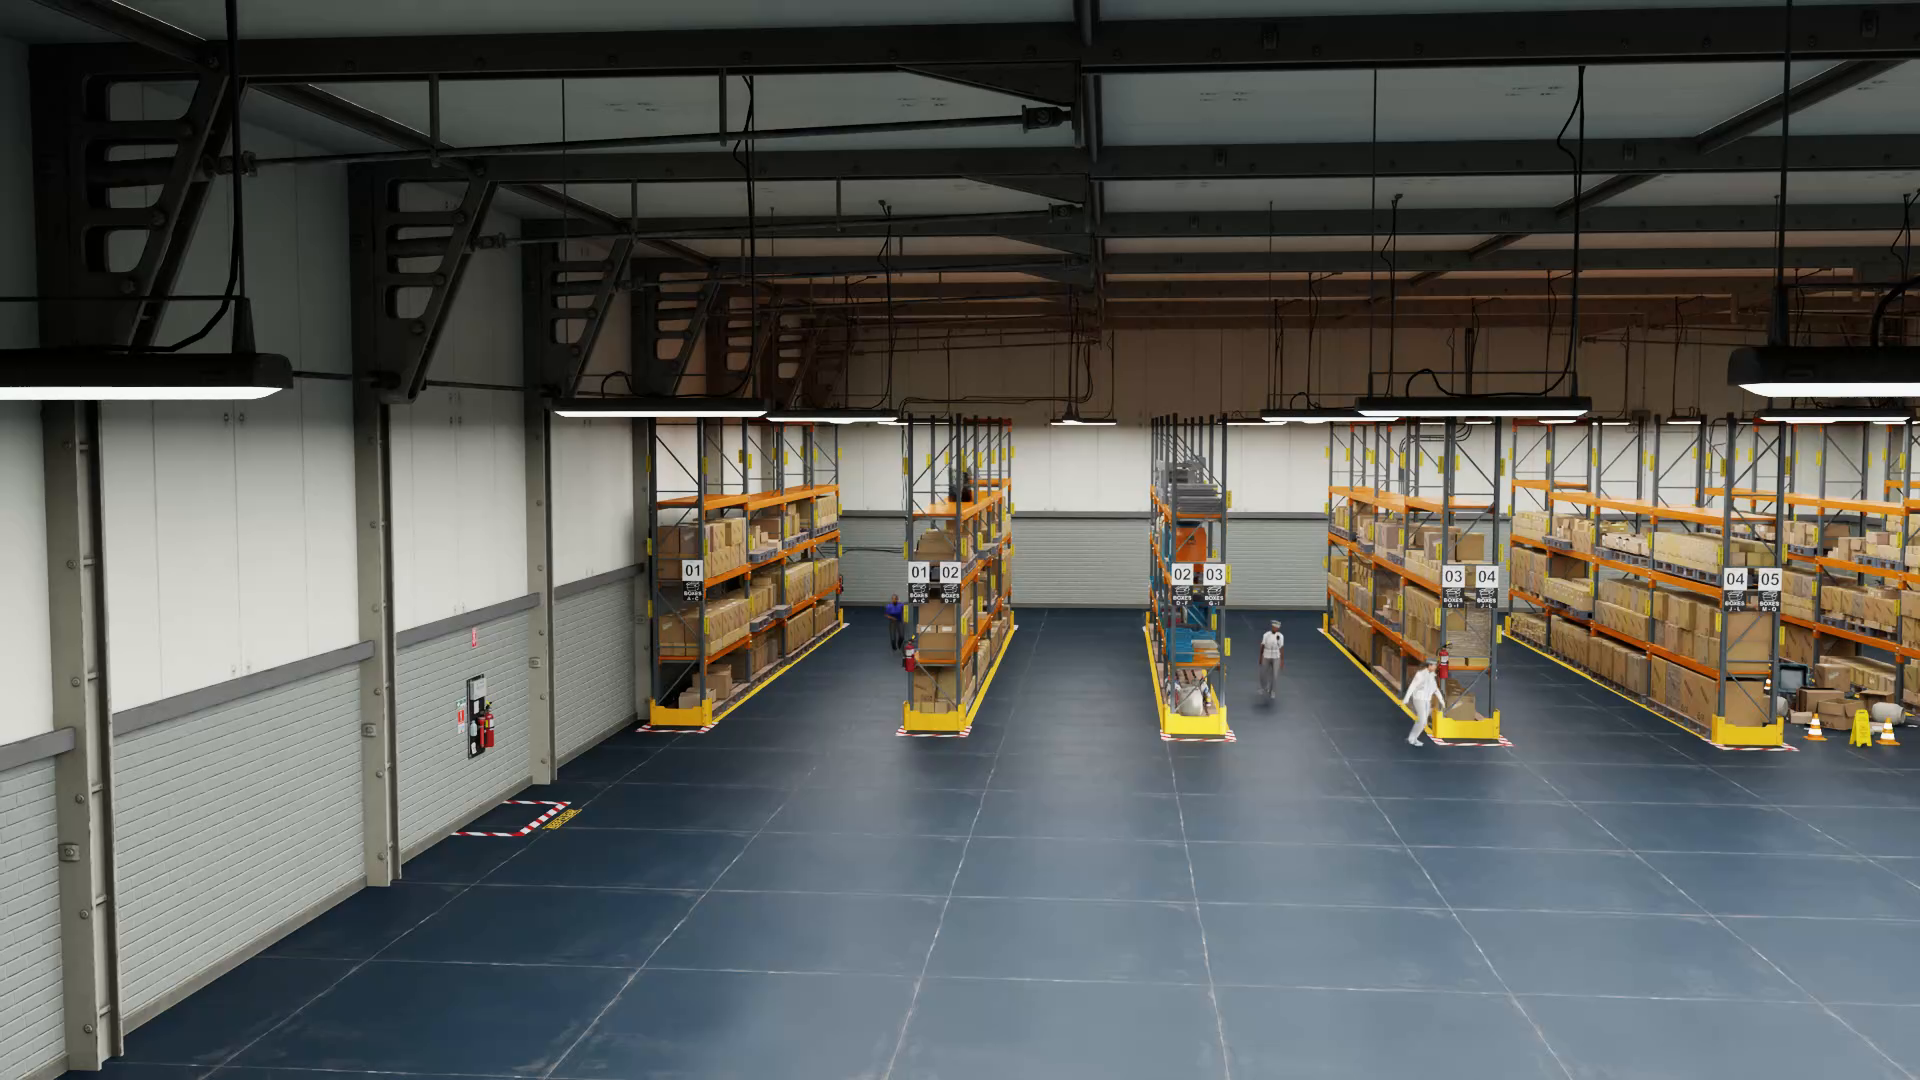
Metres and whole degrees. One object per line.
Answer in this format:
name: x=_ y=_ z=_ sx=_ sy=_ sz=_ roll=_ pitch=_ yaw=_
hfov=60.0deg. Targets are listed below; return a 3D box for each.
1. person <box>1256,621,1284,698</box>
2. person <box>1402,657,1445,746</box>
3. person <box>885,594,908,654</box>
person: x=6.591 y=2.522 z=35.335 sx=0.578 sy=1.644 sz=0.487 roll=1 pitch=4 yaw=16
person: x=8.349 y=2.905 z=29.885 sx=0.612 sy=1.628 sz=0.560 roll=-3 pitch=5 yaw=-37
person: x=-1.603 y=2.126 z=41.965 sx=0.577 sy=1.547 sz=0.821 roll=0 pitch=4 yaw=-3
